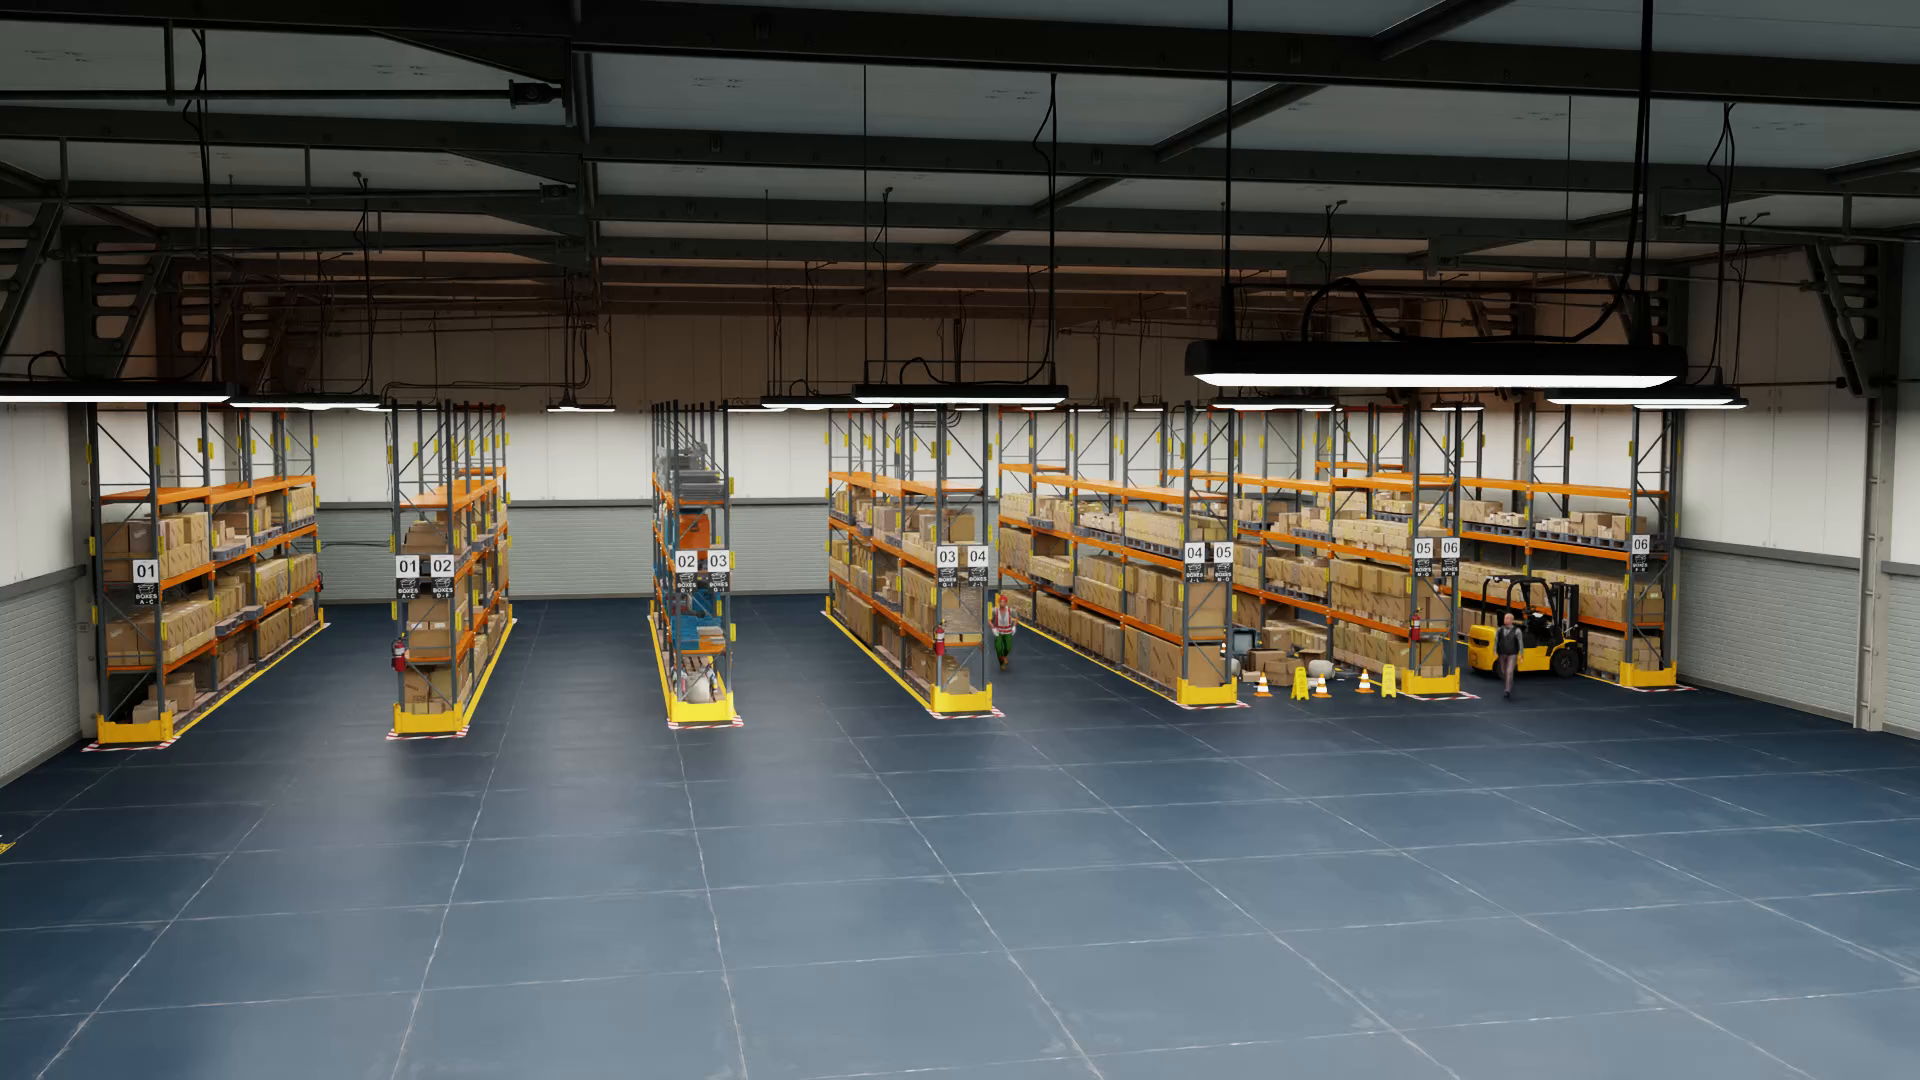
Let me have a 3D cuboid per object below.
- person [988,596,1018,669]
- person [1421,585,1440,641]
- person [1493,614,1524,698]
[{"bbox_3d":[0.968,2.075,37.286,0.691,1.690,0.602,0,4,-2],"label":"person"},{"bbox_3d":[10.975,1.930,38.553,0.593,1.802,0.403,-3,5,-37],"label":"person"},{"bbox_3d":[11.111,2.335,33.743,0.583,1.682,0.995,3,5,35],"label":"person"}]
